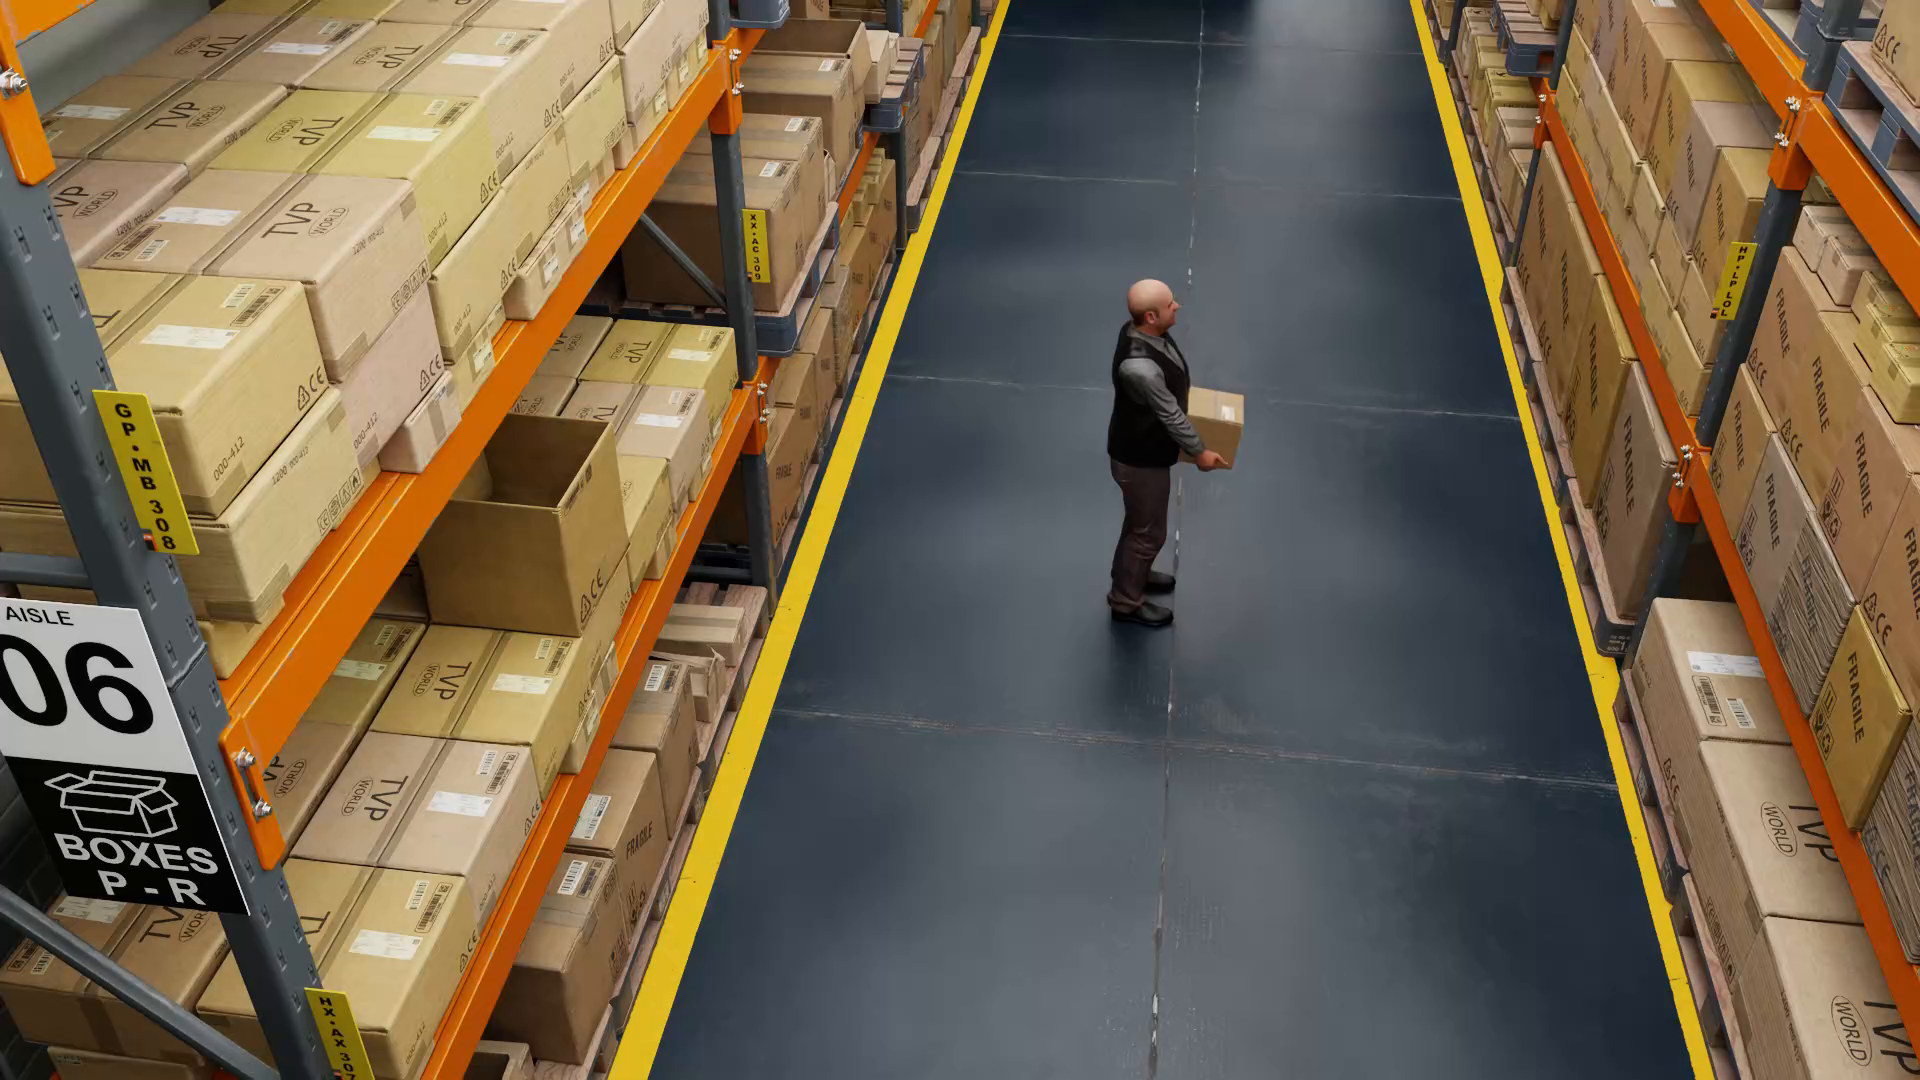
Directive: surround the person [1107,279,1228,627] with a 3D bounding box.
[{"bbox_3d":[0.948,-0.402,7.623,0.546,1.717,0.495,5,36,6],"label":"person"}]
